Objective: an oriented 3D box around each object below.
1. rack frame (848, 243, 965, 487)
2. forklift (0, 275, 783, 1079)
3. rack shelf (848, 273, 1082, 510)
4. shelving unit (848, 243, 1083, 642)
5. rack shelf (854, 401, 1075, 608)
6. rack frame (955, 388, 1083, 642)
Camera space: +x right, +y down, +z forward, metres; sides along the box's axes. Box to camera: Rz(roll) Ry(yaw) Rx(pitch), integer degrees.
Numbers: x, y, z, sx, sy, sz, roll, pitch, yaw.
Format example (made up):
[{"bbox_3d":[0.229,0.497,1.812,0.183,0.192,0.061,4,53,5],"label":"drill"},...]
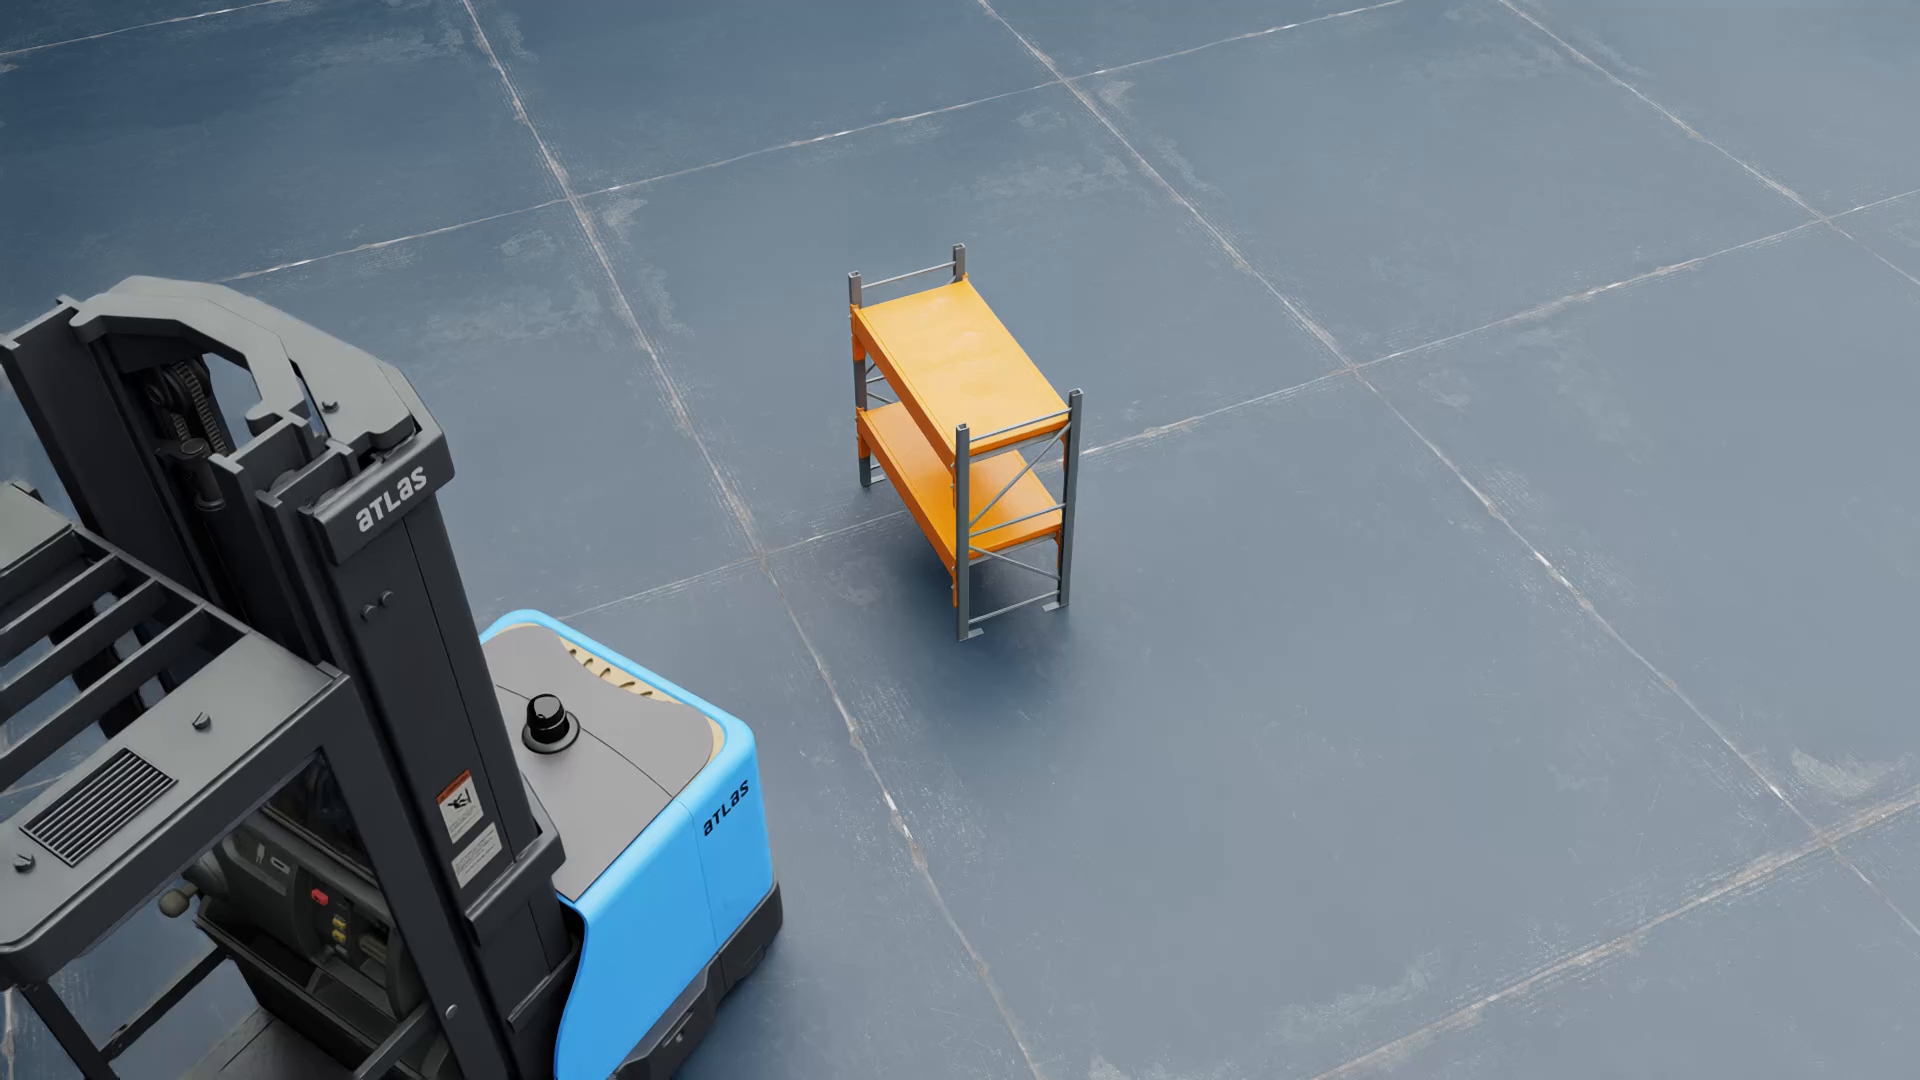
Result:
[{"bbox_3d":[-0.211,-0.720,7.048,0.500,1.125,0.032,-18,47,-17],"label":"rack frame"},{"bbox_3d":[-1.833,0.973,4.046,1.130,2.935,3.031,25,50,23],"label":"forklift"},{"bbox_3d":[0.003,-0.604,6.514,0.538,0.278,1.000,-18,47,-17],"label":"rack shelf"},{"bbox_3d":[0.003,-0.396,6.719,0.538,1.125,1.048,-18,47,-17],"label":"shelving unit"},{"bbox_3d":[0.003,-0.222,6.891,0.538,0.278,1.000,-18,47,-17],"label":"rack shelf"},{"bbox_3d":[0.217,-0.072,6.391,0.500,1.125,0.032,-18,47,-17],"label":"rack frame"}]
